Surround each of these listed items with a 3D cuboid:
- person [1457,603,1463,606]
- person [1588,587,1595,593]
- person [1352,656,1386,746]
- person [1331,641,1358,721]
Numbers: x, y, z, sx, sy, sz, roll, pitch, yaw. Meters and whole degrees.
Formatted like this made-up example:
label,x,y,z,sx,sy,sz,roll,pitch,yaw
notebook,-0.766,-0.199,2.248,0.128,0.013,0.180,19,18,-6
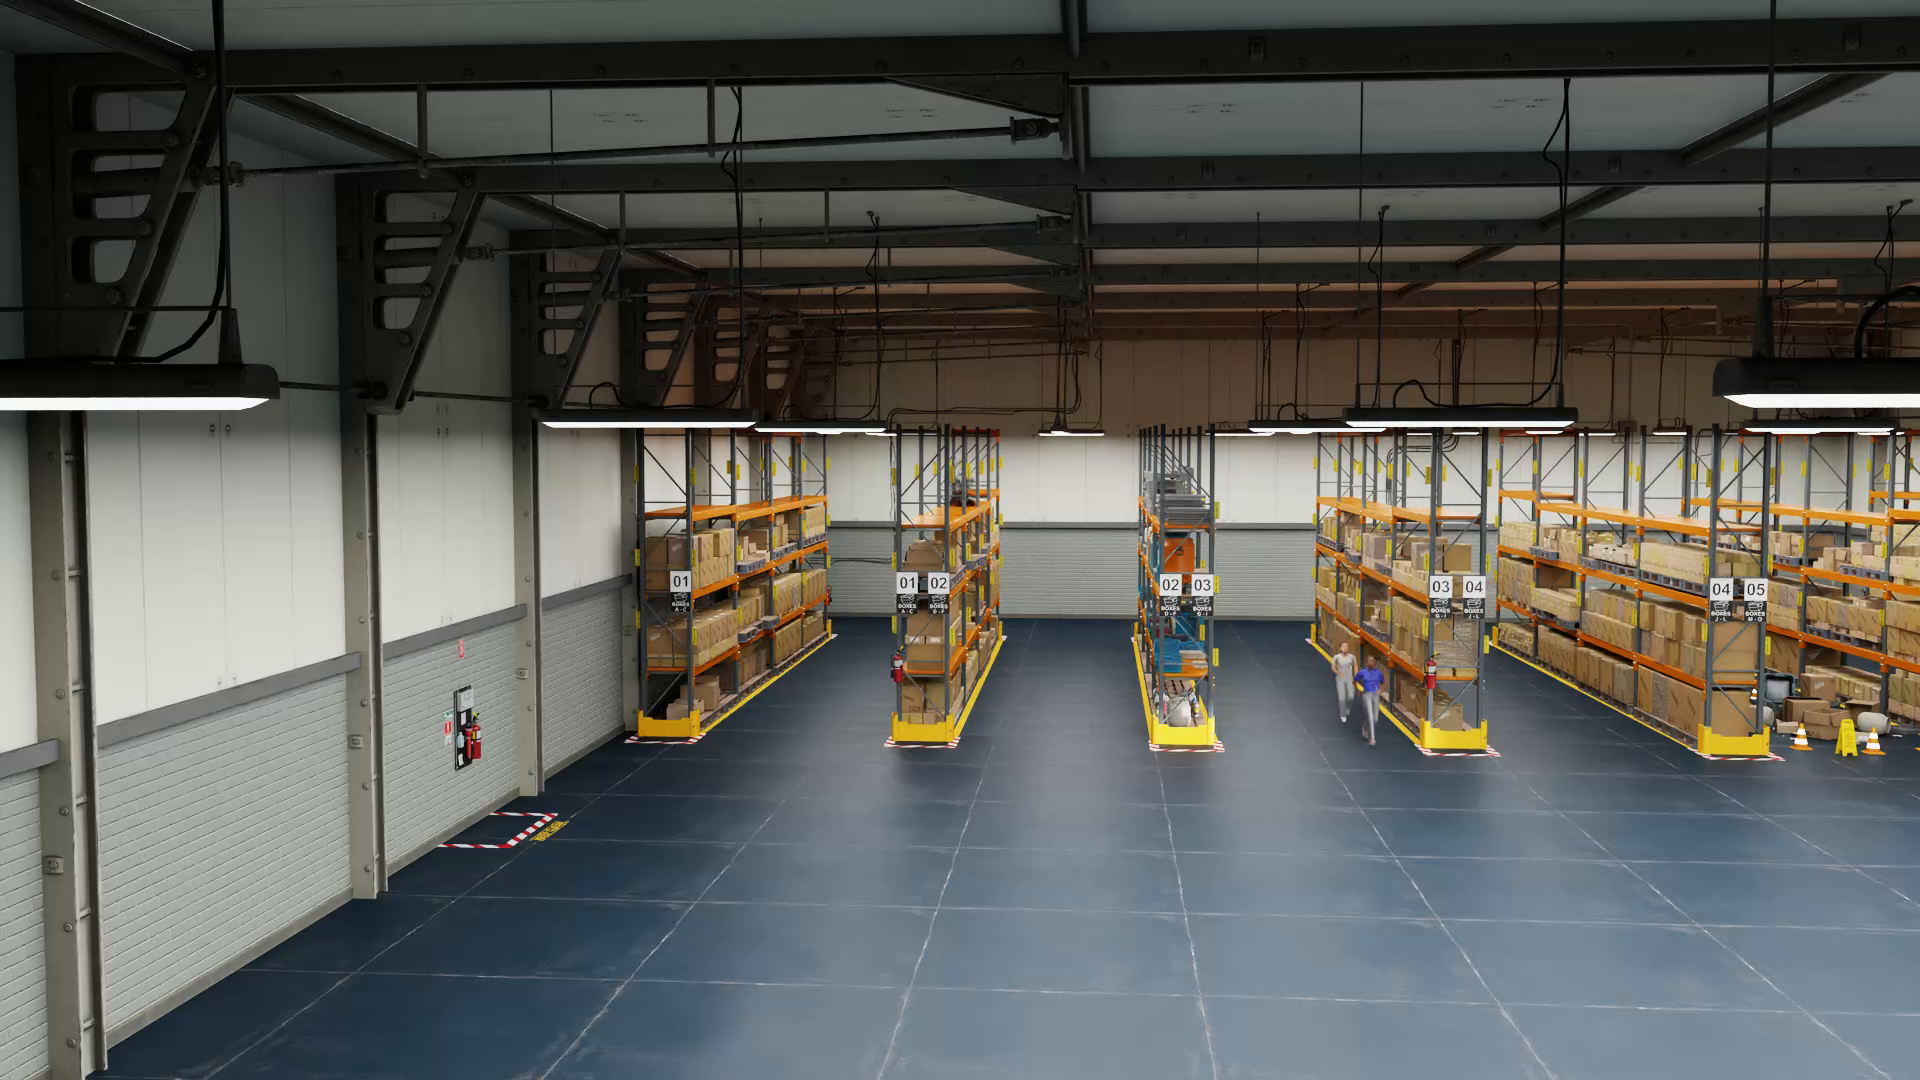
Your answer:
label,x,y,z,sx,sy,sz,roll,pitch,yaw
person,13.651,2.008,46.422,0.782,1.746,0.871,2,4,28
person,16.985,2.134,44.724,0.712,1.764,0.924,1,4,9
person,7.748,3.021,31.396,0.601,1.673,0.753,0,4,-8
person,7.797,2.861,33.646,0.558,1.631,0.555,0,3,3
